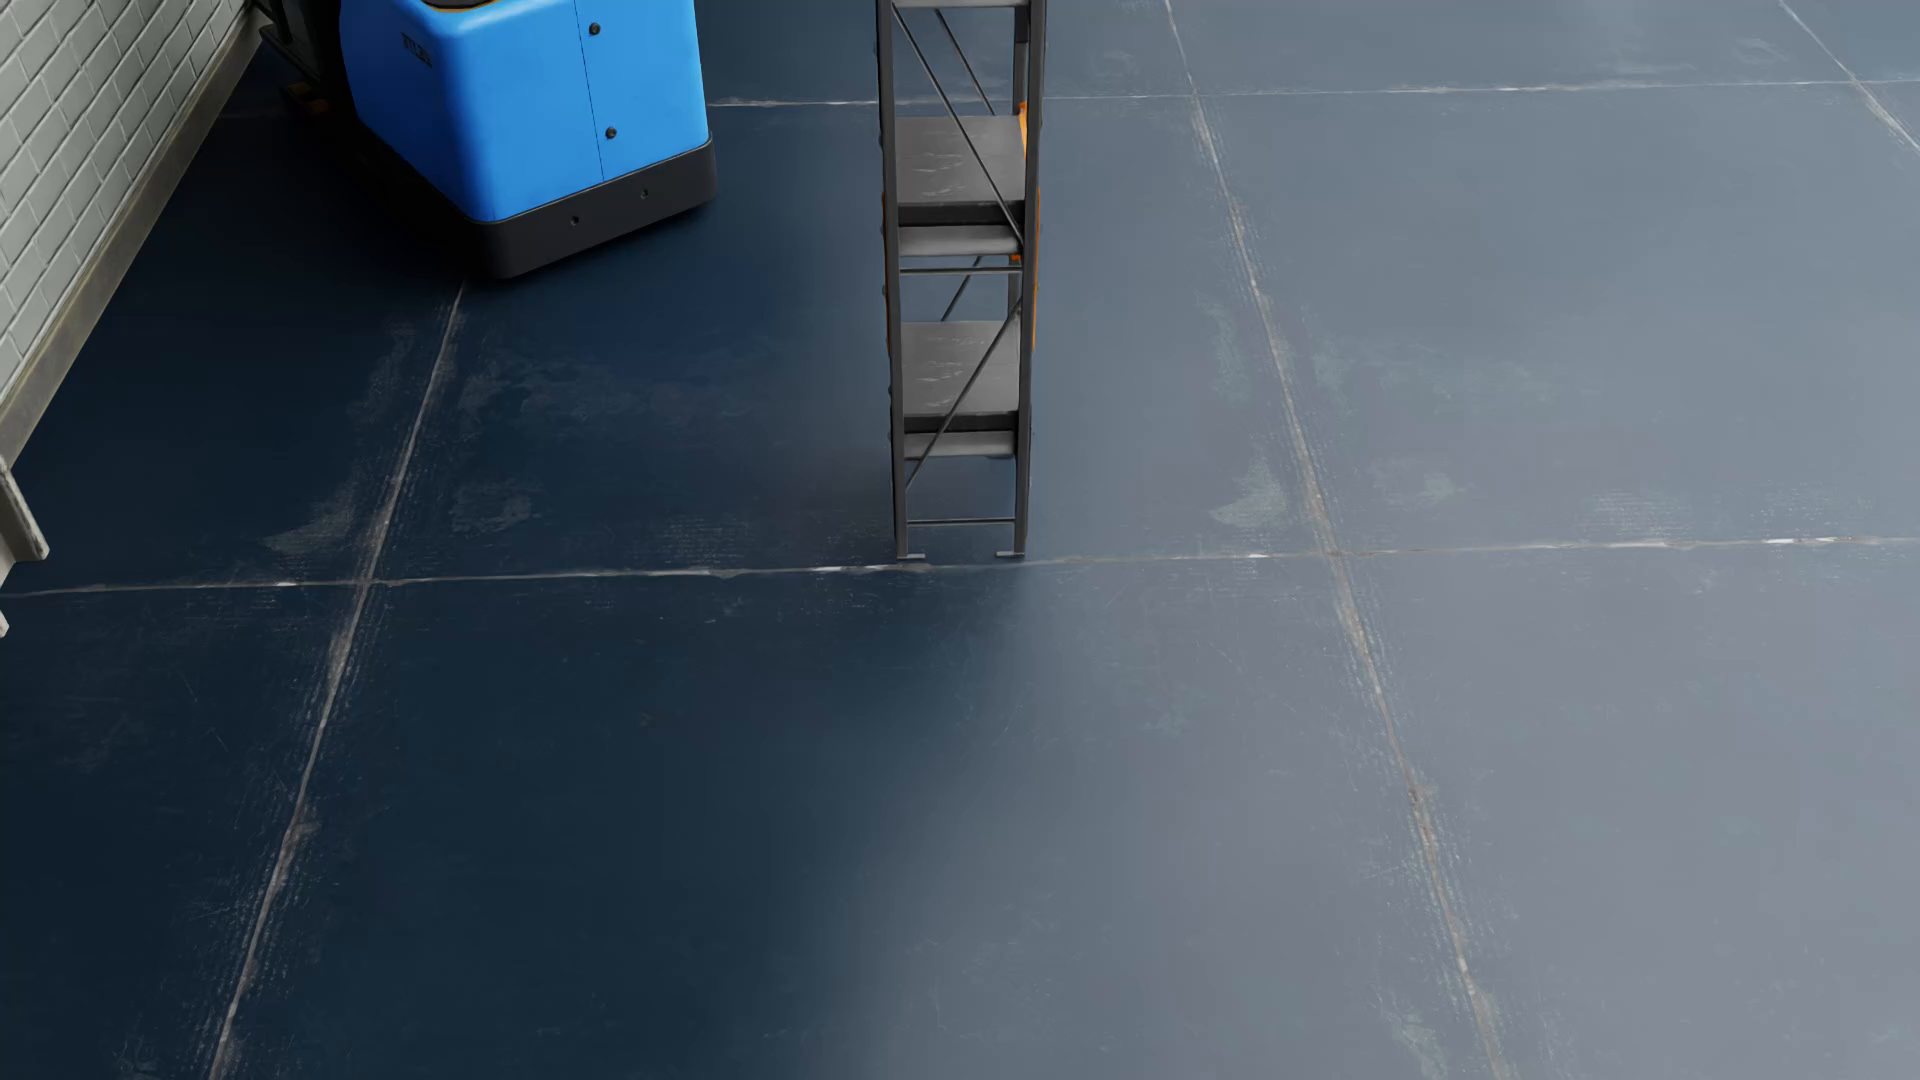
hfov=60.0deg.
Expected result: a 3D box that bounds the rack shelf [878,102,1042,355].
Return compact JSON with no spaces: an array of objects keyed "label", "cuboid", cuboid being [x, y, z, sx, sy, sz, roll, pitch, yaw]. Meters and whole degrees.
[{"label":"rack shelf","cuboid":[-0.007,-0.876,4.672,0.431,0.518,0.480,-2,43,-2]}]

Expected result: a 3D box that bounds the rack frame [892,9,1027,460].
[{"label":"rack frame","cuboid":[-0.017,-1.051,4.842,0.400,2.100,0.015,-2,43,-2]}]

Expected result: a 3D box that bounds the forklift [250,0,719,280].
[{"label":"forklift","cuboid":[-2.285,-2.987,6.339,1.130,2.935,3.031,-29,50,-28]}]

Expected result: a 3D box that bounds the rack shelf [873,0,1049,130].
[{"label":"rack shelf","cuboid":[-0.007,-1.392,4.199,0.431,0.518,0.480,-2,43,-2]}]

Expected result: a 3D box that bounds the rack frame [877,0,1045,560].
[{"label":"rack frame","cuboid":[0.003,-0.721,4.483,0.400,2.100,0.015,-2,43,-2]}]

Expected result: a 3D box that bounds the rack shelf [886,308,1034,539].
[{"label":"rack shelf","cuboid":[-0.007,-0.360,5.145,0.431,0.518,0.480,-2,43,-2]}]

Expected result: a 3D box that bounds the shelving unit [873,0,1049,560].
[{"label":"shelving unit","cuboid":[-0.007,-0.886,4.662,0.431,2.100,0.503,-2,43,-2]}]
